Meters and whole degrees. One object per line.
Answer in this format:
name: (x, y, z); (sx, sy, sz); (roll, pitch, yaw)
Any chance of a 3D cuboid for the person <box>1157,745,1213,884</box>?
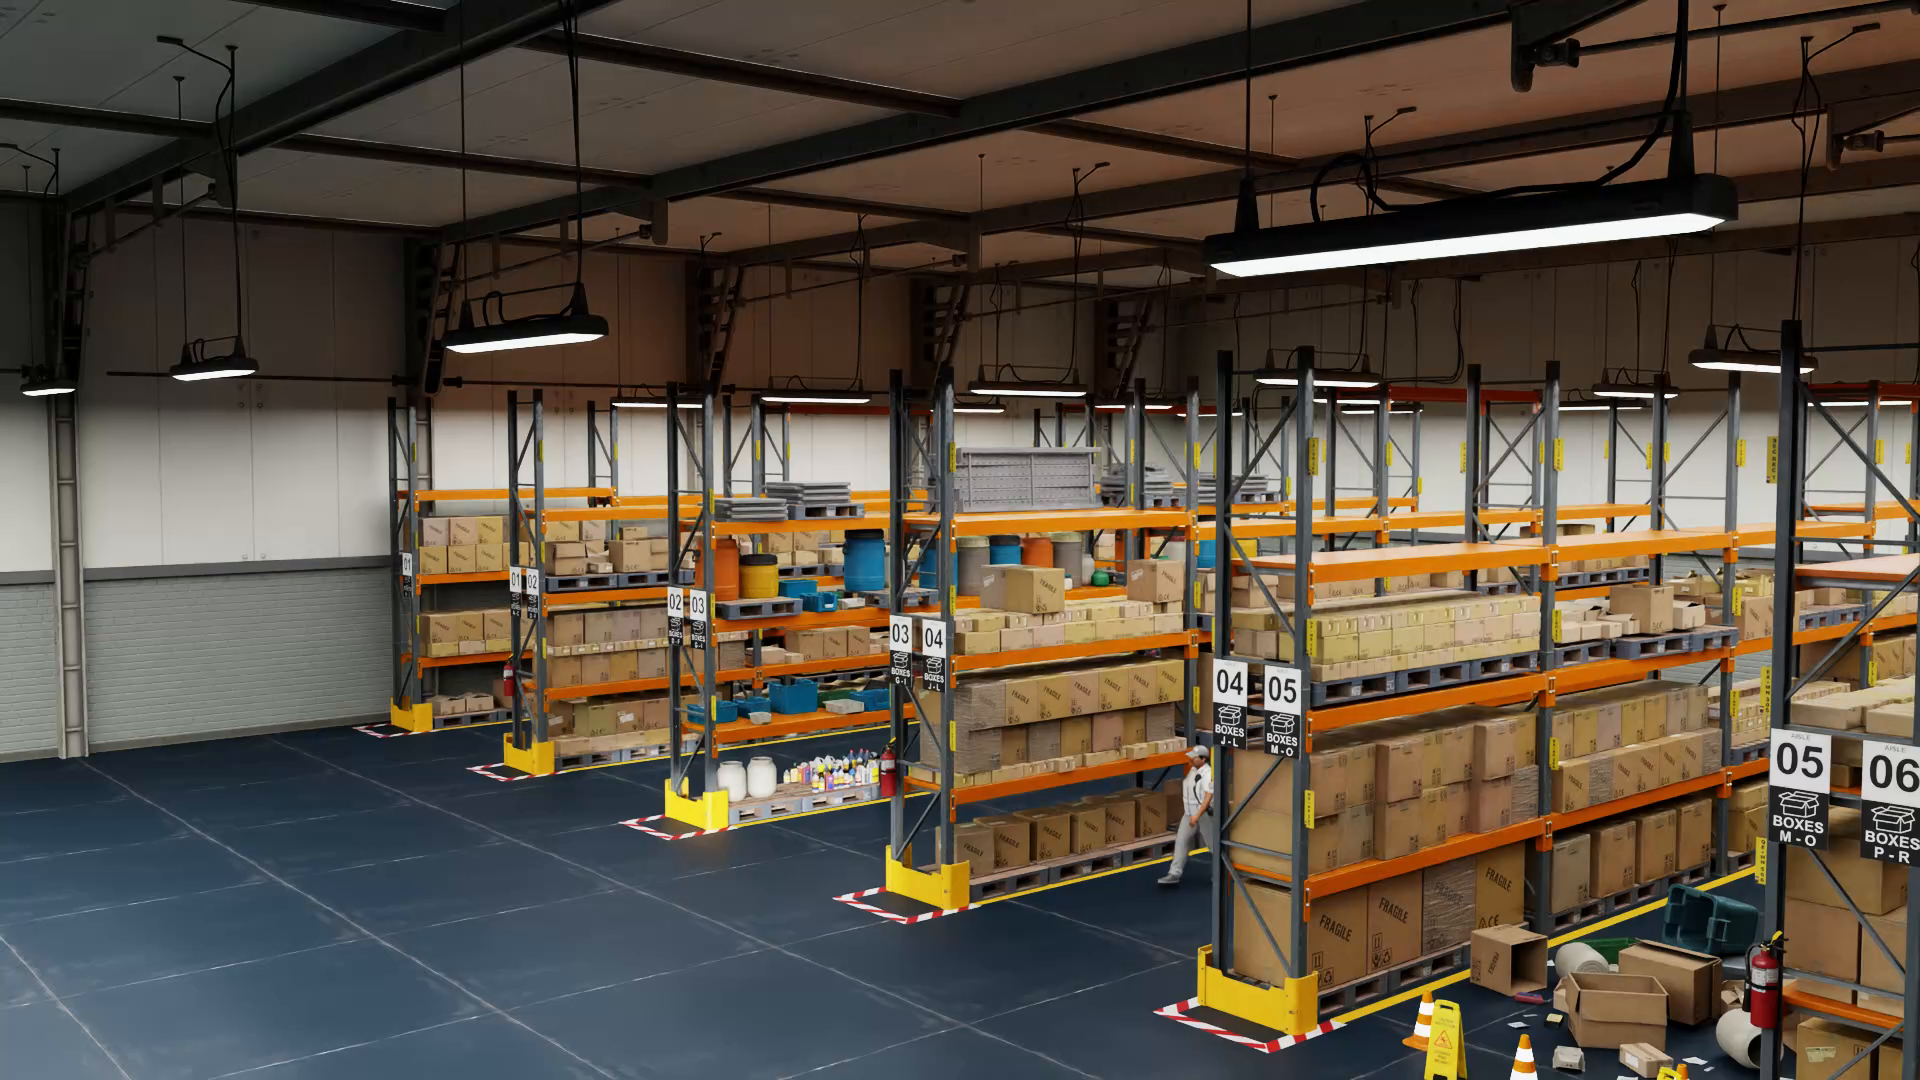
person: (2.754, 3.202, 19.393); (0.949, 1.611, 0.501); (-2, 4, -27)
